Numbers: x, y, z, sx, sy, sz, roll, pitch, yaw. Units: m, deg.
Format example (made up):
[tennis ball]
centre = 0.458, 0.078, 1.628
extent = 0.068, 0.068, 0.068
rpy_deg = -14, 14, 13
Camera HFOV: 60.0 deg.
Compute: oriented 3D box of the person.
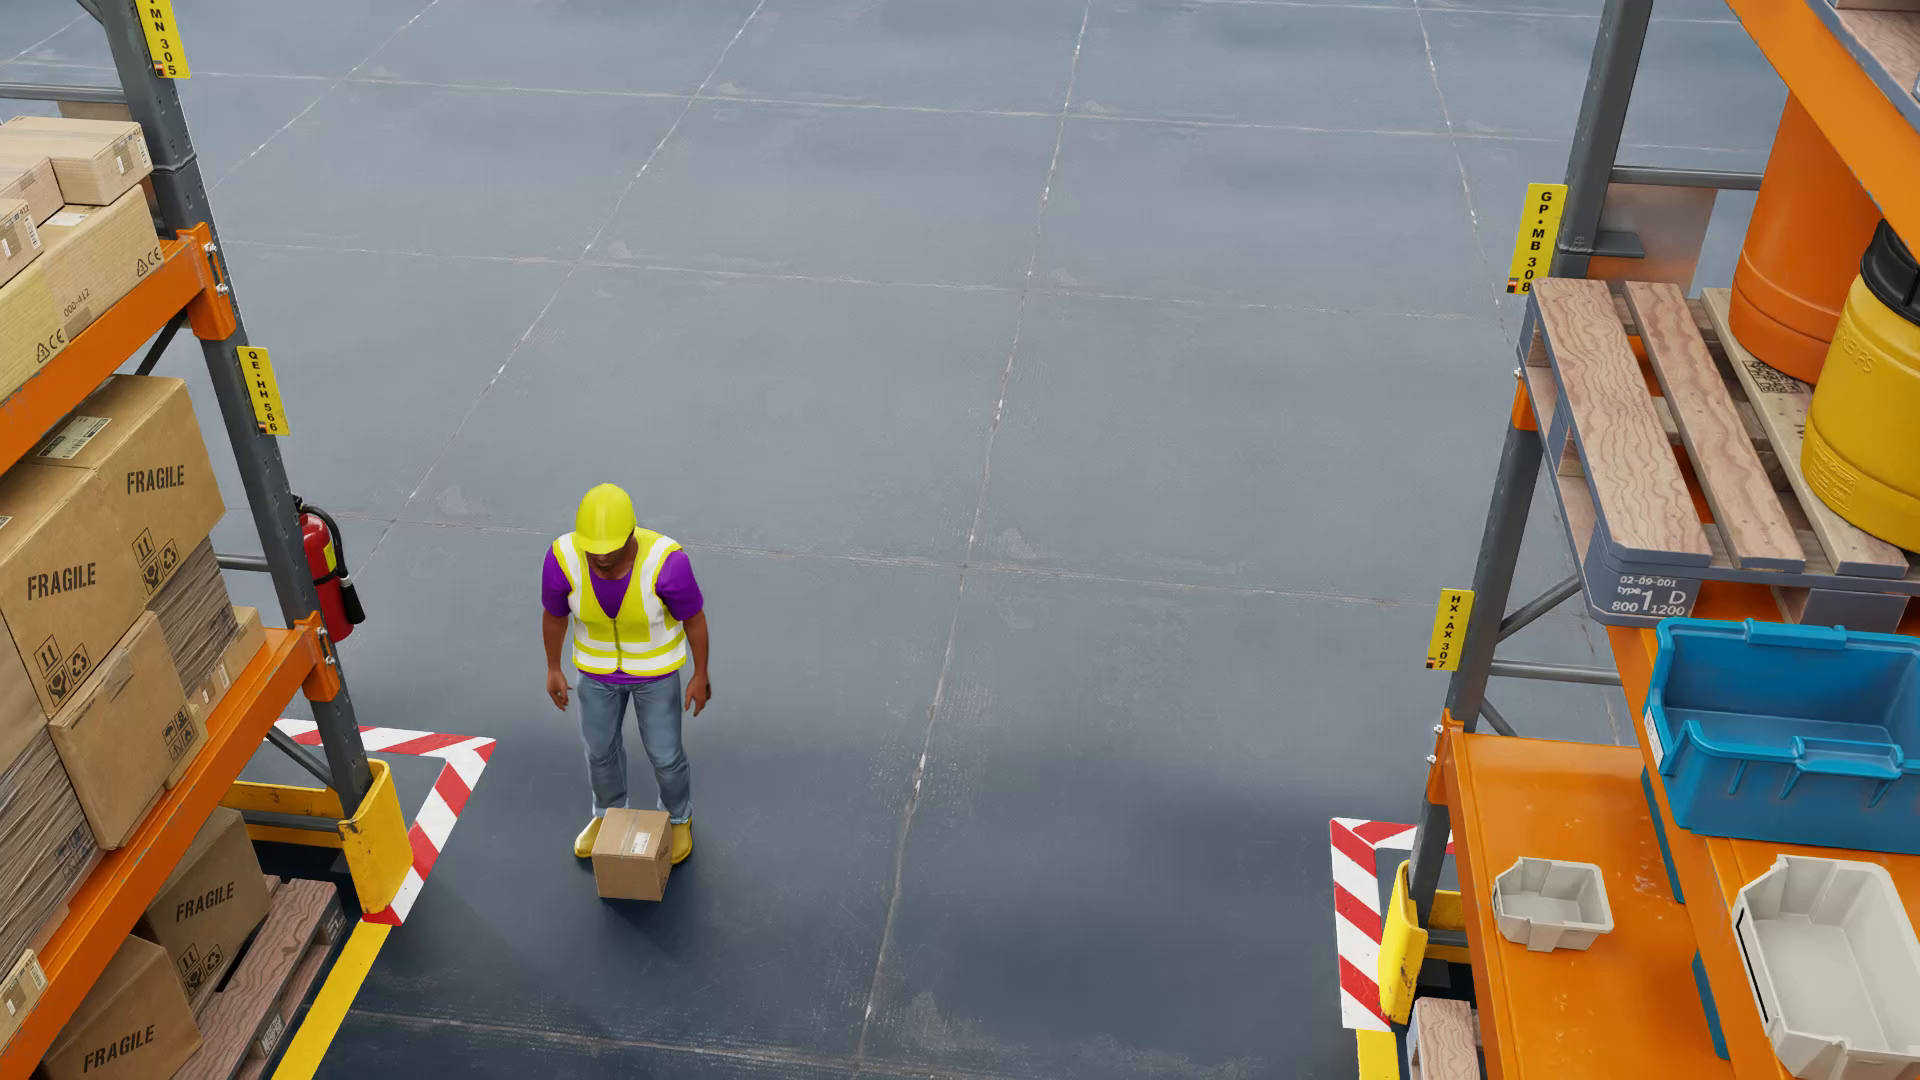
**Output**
[person]
centre = -1.265, 0.504, 6.330
extent = 0.633, 1.759, 0.462
rpy_deg = 2, 36, 3
